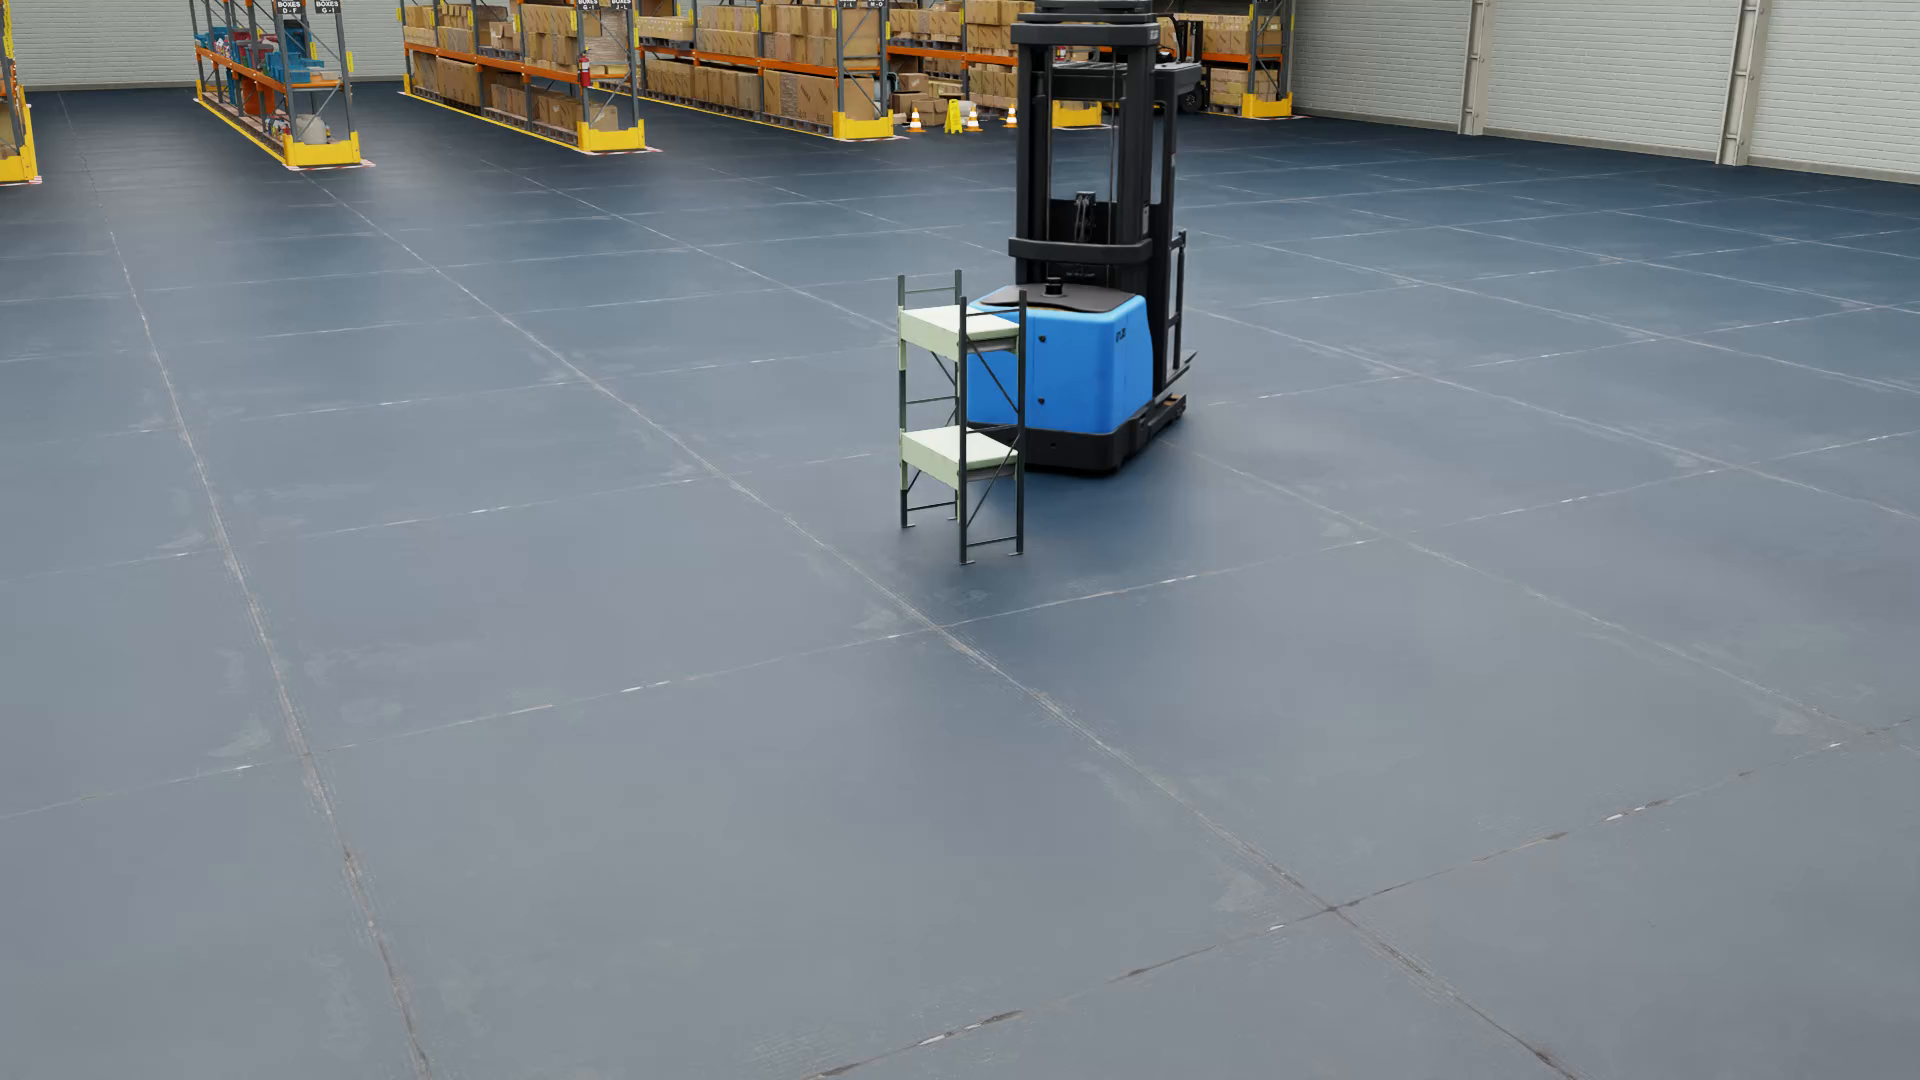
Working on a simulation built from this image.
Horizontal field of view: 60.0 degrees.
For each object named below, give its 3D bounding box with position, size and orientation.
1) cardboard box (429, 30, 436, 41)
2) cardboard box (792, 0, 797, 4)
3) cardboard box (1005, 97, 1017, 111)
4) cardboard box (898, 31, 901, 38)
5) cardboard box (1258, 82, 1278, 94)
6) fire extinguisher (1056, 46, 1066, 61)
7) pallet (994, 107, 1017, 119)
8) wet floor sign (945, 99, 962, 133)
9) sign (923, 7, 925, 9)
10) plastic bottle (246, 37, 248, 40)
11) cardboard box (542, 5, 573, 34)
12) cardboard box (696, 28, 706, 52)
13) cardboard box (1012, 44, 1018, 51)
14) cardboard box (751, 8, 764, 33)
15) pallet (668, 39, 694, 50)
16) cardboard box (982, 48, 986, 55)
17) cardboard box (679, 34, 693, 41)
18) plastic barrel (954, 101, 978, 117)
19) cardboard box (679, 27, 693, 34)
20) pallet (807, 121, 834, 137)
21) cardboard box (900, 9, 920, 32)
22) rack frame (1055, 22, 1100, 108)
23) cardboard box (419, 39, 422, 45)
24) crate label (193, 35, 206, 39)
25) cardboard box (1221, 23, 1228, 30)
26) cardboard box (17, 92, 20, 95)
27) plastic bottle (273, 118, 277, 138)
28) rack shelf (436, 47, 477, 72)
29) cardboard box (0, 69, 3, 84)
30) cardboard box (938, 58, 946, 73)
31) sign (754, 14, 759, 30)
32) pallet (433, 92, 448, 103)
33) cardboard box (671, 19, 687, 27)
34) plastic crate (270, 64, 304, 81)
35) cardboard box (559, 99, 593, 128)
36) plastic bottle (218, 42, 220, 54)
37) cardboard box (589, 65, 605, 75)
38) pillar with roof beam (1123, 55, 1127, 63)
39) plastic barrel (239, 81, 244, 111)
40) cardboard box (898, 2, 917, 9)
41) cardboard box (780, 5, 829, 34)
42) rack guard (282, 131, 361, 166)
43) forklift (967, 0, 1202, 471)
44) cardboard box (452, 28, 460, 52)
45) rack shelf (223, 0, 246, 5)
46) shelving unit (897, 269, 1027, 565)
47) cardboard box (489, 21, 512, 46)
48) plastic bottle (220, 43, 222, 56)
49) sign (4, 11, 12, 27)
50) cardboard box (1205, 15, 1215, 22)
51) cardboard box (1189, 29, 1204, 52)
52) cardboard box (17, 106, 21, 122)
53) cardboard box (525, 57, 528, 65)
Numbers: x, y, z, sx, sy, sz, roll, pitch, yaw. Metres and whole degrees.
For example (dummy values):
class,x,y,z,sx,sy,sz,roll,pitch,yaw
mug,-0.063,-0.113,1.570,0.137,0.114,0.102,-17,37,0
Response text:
class,x,y,z,sx,sy,sz,roll,pitch,yaw
cardboard box,-12.439,-12.126,39.949,0.500,0.250,0.500,-10,22,-28
cardboard box,-4.228,-14.410,45.106,0.500,0.500,0.500,-10,21,-26
cardboard box,1.308,-9.449,35.988,0.500,0.250,0.500,-11,22,-29
cardboard box,-1.282,-12.228,40.212,0.380,0.149,0.250,-11,22,-30
cardboard box,6.747,-10.133,37.203,0.500,0.250,0.500,-10,21,-26
fire extinguisher,2.070,-9.920,33.899,0.296,0.674,0.183,-10,21,-27
pallet,1.455,-9.353,36.412,1.003,0.211,1.213,-10,21,-27
wet floor sign,-0.131,-8.450,33.131,0.267,0.644,0.232,-14,24,-36
sign,-0.904,-12.954,40.919,0.100,0.325,0.005,-10,21,-27
plastic bottle,-15.760,-10.944,36.825,0.144,0.351,0.185,-10,21,-27
cardboard box,-7.487,-9.737,31.109,0.500,0.500,0.500,-10,21,-27
cardboard box,-5.710,-11.438,38.027,0.500,0.500,0.500,-10,21,-26
cardboard box,1.453,-10.650,35.288,0.500,0.500,0.500,-10,21,-27
cardboard box,-4.027,-11.075,35.441,0.700,0.500,0.500,-10,22,-28
pallet,-6.118,-11.659,39.114,1.213,0.211,1.003,-10,21,-27
cardboard box,0.708,-10.814,36.757,0.380,0.149,0.250,-10,21,-27
cardboard box,-6.325,-11.712,38.714,0.380,0.149,0.250,-10,21,-26
plastic barrel,0.108,-9.201,35.647,0.512,0.421,0.421,4,19,11
cardboard box,-6.321,-11.853,38.668,0.380,0.149,0.250,-9,21,-26
pallet,-2.336,-8.164,32.967,1.003,0.211,1.213,-10,21,-27
cardboard box,-1.114,-12.430,39.802,0.500,0.500,0.500,-9,21,-24
rack frame,2.421,-10.061,34.188,1.000,3.000,0.127,-10,21,-27
cardboard box,-13.162,-12.330,41.152,0.380,0.149,0.250,-10,21,-26
crate label,-18.429,-12.179,40.492,0.416,0.233,0.303,-10,21,-27
cardboard box,6.052,-11.466,37.114,0.380,0.149,0.250,-10,21,-27
cardboard box,-19.271,-8.784,33.647,0.500,0.500,0.500,-10,22,-27
plastic bottle,-12.249,-7.390,29.836,0.144,0.351,0.185,-10,21,-27
rack shelf,-11.049,-11.056,38.177,1.077,0.370,4.000,-10,21,-27
cardboard box,-15.968,-7.619,26.961,0.700,0.500,0.500,-9,21,-25
cardboard box,-0.231,-13.999,48.790,0.700,0.500,0.500,-9,21,-24
sign,-4.259,-10.836,34.782,0.100,0.325,0.005,-10,21,-27
pallet,-12.291,-10.883,40.846,1.003,0.211,1.213,-10,21,-27
cardboard box,-6.564,-12.140,39.043,0.380,0.149,0.250,-9,21,-25
plastic crate,-11.463,-7.973,28.366,0.499,0.251,0.408,-10,21,-27
cardboard box,-7.402,-8.240,32.102,0.500,0.500,0.500,-12,22,-31
plastic bottle,-16.137,-10.722,36.283,0.061,0.283,0.133,-10,21,-27
cardboard box,-6.617,-8.457,29.925,0.380,0.149,0.250,-10,21,-27
pillar with roof beam,0.613,-15.061,39.484,9.100,9.000,0.400,-10,21,-27
plastic barrel,-15.241,-9.575,35.836,0.600,0.588,0.708,-10,21,-27
cardboard box,-1.397,-13.056,41.185,0.500,0.500,0.500,-11,22,-28
cardboard box,-3.143,-10.567,33.771,0.875,0.550,0.550,-10,21,-27
rack guard,-10.736,-6.591,27.967,1.175,0.500,0.348,-10,21,-27
forklift,1.024,-2.275,11.732,1.130,2.935,3.031,7,20,20
cardboard box,-11.273,-11.411,37.950,0.500,0.500,0.500,-10,21,-26
rack shelf,-13.508,-10.559,32.136,1.077,0.370,4.000,-10,21,-27
shelving unit,0.003,-0.707,9.381,0.431,1.500,0.755,-10,21,-27
cardboard box,-9.807,-10.919,35.879,0.500,0.500,0.500,-13,23,-33
plastic bottle,-15.923,-10.620,36.001,0.152,0.276,0.135,-10,21,-27
sign,-20.232,-11.071,35.343,0.100,0.325,0.005,-10,21,-27
cardboard box,5.738,-11.746,37.469,0.380,0.149,0.250,-10,21,-26
cardboard box,5.593,-11.418,37.970,0.500,0.500,0.500,-10,21,-26
cardboard box,-17.130,-7.606,29.787,0.500,0.311,0.500,-10,22,-27
cardboard box,-8.362,-9.447,32.795,0.380,0.149,0.250,-10,21,-27
